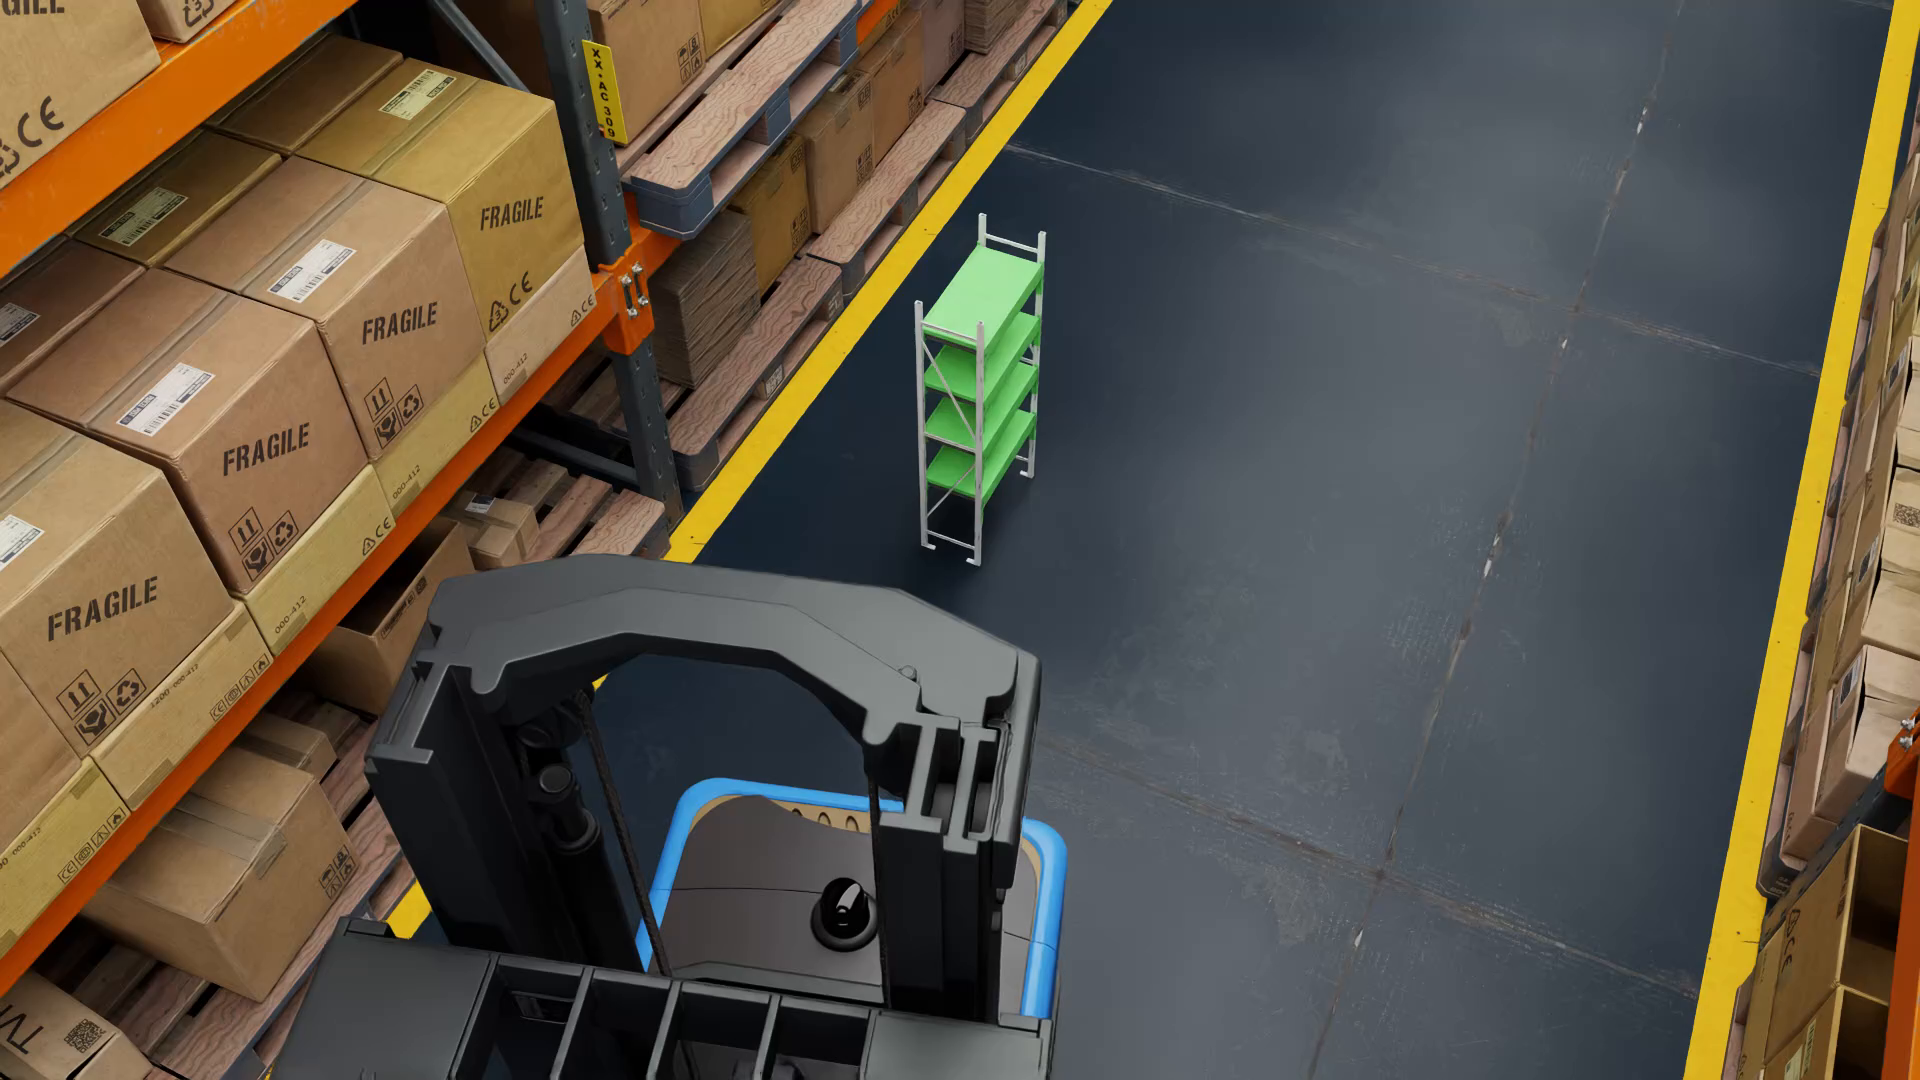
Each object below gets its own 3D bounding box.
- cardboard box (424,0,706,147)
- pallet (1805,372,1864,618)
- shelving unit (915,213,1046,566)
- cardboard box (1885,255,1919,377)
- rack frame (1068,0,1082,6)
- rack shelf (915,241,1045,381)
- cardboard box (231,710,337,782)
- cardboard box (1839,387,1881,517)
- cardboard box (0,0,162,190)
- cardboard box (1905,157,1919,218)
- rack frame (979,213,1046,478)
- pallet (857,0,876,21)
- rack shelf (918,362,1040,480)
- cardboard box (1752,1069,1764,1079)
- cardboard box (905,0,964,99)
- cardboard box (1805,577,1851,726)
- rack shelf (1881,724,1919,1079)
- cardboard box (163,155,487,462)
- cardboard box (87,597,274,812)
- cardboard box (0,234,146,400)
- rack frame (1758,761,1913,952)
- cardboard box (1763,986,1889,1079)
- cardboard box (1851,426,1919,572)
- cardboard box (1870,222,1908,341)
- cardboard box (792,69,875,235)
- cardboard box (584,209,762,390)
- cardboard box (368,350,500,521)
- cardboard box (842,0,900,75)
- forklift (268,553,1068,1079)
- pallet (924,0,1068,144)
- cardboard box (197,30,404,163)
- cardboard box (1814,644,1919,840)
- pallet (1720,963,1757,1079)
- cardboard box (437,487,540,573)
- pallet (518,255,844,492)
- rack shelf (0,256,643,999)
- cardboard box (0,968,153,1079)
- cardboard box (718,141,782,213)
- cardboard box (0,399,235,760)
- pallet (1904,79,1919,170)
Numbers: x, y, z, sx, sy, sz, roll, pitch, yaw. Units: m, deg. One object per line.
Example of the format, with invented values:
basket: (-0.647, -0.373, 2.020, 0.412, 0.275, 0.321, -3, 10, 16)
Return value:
cardboard box: (-1.275, -1.700, 5.372, 0.700, 0.500, 0.500, 20, 52, 16)
pallet: (3.756, -0.036, 6.142, 1.003, 0.211, 1.213, 20, 52, 16)
shelving unit: (0.071, -0.503, 5.890, 0.258, 1.200, 0.503, 20, 52, 16)
cardboard box: (3.740, -0.777, 6.103, 0.500, 0.311, 0.500, 19, 52, 15)
rack frame: (0.185, -3.940, 7.633, 1.000, 3.000, 0.127, 20, 52, 16)
rack shelf: (0.071, -0.772, 5.573, 0.258, 0.148, 0.480, 20, 52, 16)
cardboard box: (-2.225, 0.691, 5.276, 0.380, 0.149, 0.250, 16, 51, 13)
cardboard box: (3.527, -0.251, 6.024, 0.500, 0.250, 0.500, 21, 53, 17)
cardboard box: (-1.946, -1.030, 3.109, 0.500, 0.500, 0.500, 18, 52, 15)
cardboard box: (4.177, -1.492, 6.712, 0.500, 0.311, 0.500, 21, 53, 17)
rack frame: (0.175, -0.671, 6.033, 0.240, 1.200, 0.015, 20, 52, 16)
pallet: (-0.623, -2.501, 6.535, 1.003, 0.211, 1.213, 20, 52, 16)
rack shelf: (0.071, -0.461, 5.939, 0.258, 0.148, 0.480, 20, 52, 16)
cardboard box: (2.267, 1.742, 4.328, 0.500, 0.250, 0.500, 20, 52, 16)
cardboard box: (-0.400, -2.443, 7.711, 0.700, 0.500, 0.500, 20, 52, 16)
cardboard box: (3.090, 0.451, 5.426, 0.500, 0.250, 0.500, 19, 52, 16)
rack shelf: (2.103, 2.034, 3.022, 1.077, 0.370, 4.000, 20, 52, 16)
cardboard box: (-1.654, -0.614, 4.396, 0.500, 0.500, 0.500, 20, 52, 16)
cardboard box: (-2.087, 0.320, 4.093, 0.500, 0.250, 0.500, 20, 53, 16)
cardboard box: (-2.355, -0.434, 4.243, 0.500, 0.500, 0.500, 21, 53, 17)
rack frame: (2.957, 0.424, 3.920, 1.000, 3.000, 0.127, 20, 52, 16)
cardboard box: (2.269, 1.500, 4.041, 0.500, 0.500, 0.500, 20, 52, 16)
cardboard box: (3.303, -0.078, 5.508, 0.500, 0.311, 0.500, 20, 52, 16)
cardboard box: (3.963, -0.964, 6.630, 0.500, 0.250, 0.500, 18, 52, 15)
cardboard box: (-0.794, -1.740, 7.114, 0.700, 0.500, 0.500, 20, 53, 16)
cardboard box: (-1.224, -1.030, 6.509, 0.700, 0.500, 0.500, 21, 53, 17)
cardboard box: (-1.672, -0.378, 4.687, 0.500, 0.250, 0.500, 20, 52, 16)
cardboard box: (-0.591, -2.275, 7.076, 0.500, 0.250, 0.500, 20, 52, 16)
forklift: (-0.446, 1.524, 3.029, 1.130, 2.935, 3.031, 7, 50, 6)
pallet: (-0.150, -2.498, 8.237, 1.003, 0.211, 1.213, 20, 52, 16)
cardboard box: (-1.913, -1.131, 4.835, 0.500, 0.500, 0.500, 19, 52, 15)
cardboard box: (2.871, 0.625, 4.910, 0.500, 0.311, 0.500, 20, 52, 16)
pallet: (2.579, 1.862, 4.527, 1.003, 0.211, 1.213, 20, 52, 16)
cardboard box: (-1.725, -0.032, 5.879, 0.380, 0.166, 0.250, 14, 51, 11)
pallet: (-1.192, -0.818, 6.808, 1.003, 0.211, 1.213, 20, 52, 16)
rack shelf: (-2.378, 0.425, 4.391, 1.077, 0.370, 4.000, 20, 52, 16)
cardboard box: (-2.612, 1.458, 4.516, 0.500, 0.311, 0.500, 24, 54, 19)
cardboard box: (-1.039, -1.577, 6.483, 0.500, 0.250, 0.500, 19, 52, 15)
cardboard box: (-2.100, 0.087, 3.799, 0.500, 0.500, 0.500, 21, 53, 17)
pallet: (5.019, -1.929, 7.753, 1.003, 0.211, 1.213, 20, 52, 16)
